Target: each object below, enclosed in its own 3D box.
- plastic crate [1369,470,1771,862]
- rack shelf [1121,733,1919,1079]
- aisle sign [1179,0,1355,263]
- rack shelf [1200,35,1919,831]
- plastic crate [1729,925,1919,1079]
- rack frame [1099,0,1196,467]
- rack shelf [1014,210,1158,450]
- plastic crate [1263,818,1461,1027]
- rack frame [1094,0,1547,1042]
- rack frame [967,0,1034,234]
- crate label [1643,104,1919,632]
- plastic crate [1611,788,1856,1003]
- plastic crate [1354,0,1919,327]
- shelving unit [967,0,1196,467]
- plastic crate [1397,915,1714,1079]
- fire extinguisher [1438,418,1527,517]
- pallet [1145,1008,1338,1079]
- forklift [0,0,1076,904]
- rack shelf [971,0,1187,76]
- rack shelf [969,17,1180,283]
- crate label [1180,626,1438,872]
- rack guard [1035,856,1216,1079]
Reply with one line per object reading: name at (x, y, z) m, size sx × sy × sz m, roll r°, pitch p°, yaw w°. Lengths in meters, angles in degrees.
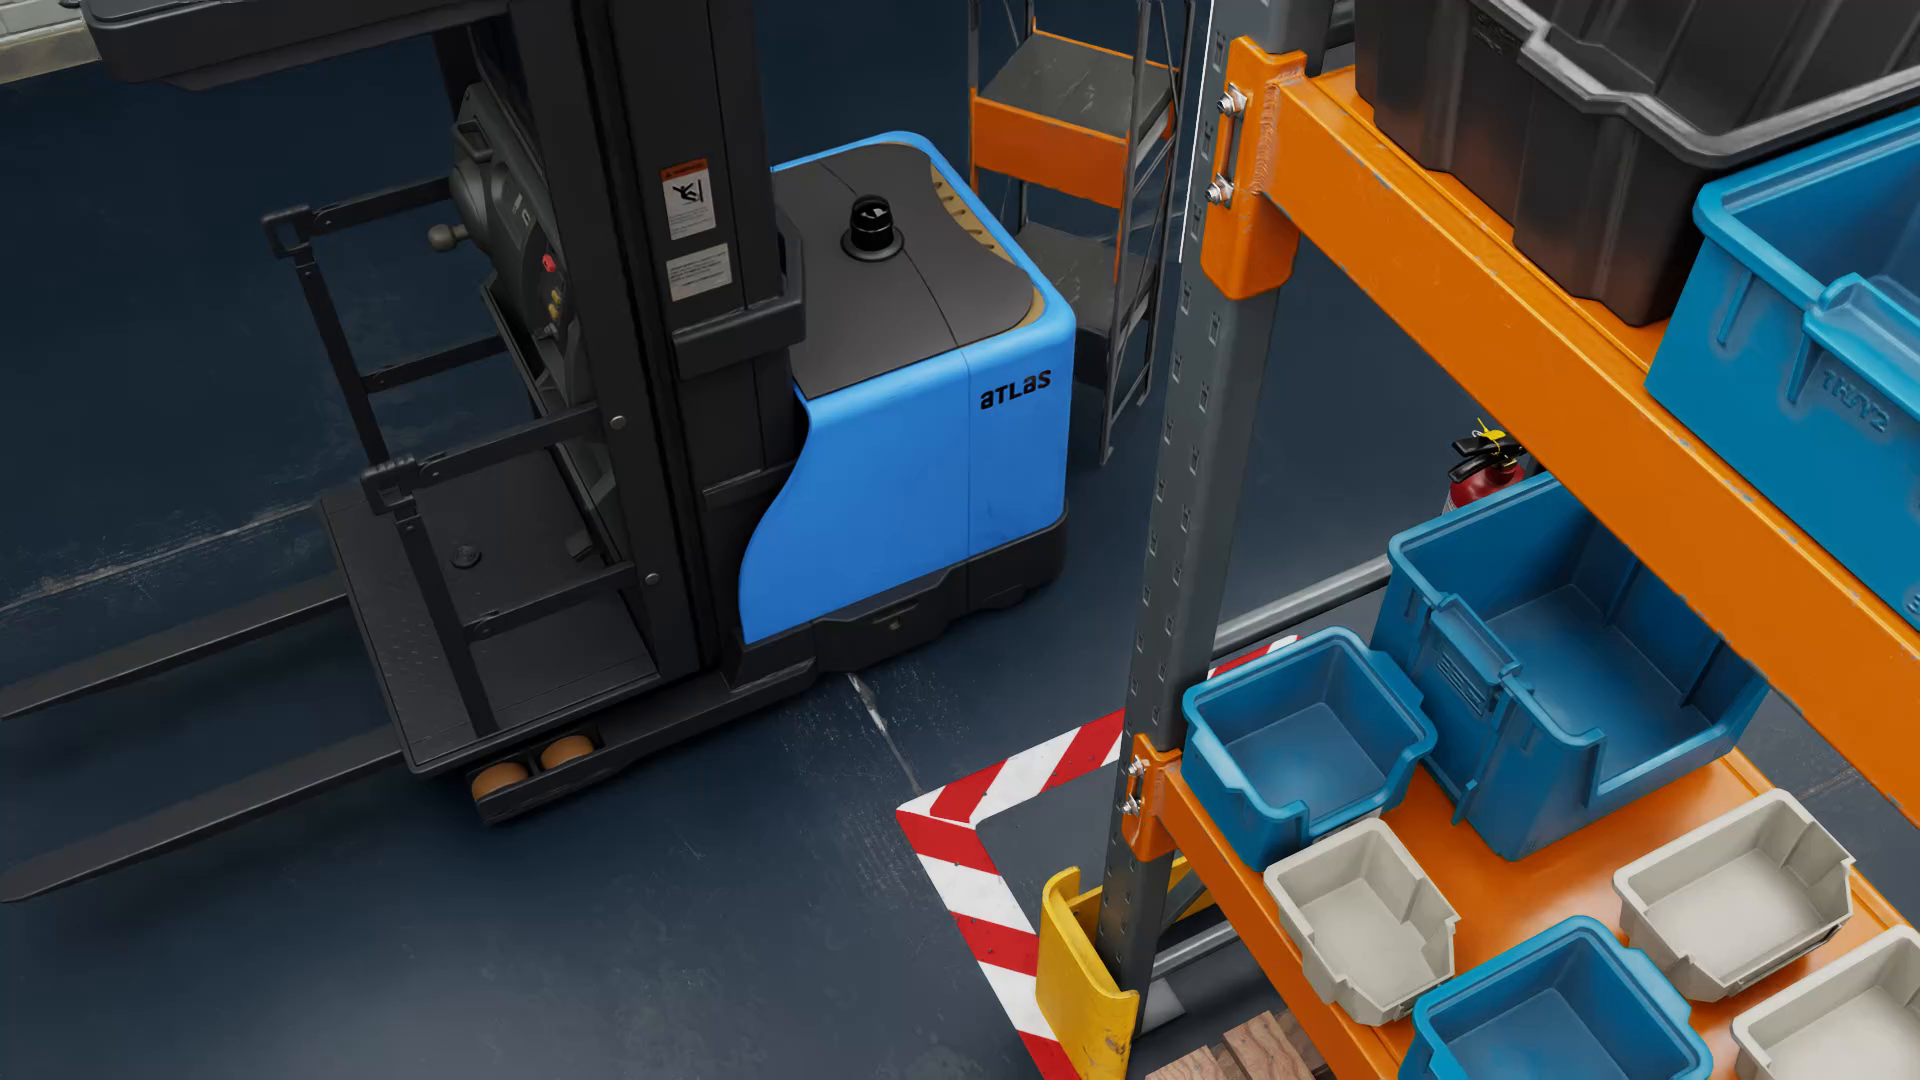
plastic crate at (1.109, 0.202, 3.018) m, size 0.616 × 0.435 × 0.499 m, roll -21°, pitch 52°, yaw -18°
rack shelf at (1.705, 1.649, 2.293) m, size 1.077 × 0.370 × 4.000 m, roll -21°, pitch 52°, yaw -18°
aisle sign at (0.493, -0.729, 2.167) m, size 0.394 × 0.787 × 0.004 m, roll -21°, pitch 52°, yaw -18°
rack shelf at (1.705, 0.661, 1.164) m, size 1.077 × 0.370 × 4.000 m, roll -21°, pitch 52°, yaw -18°
plastic crate at (1.444, 0.823, 2.673) m, size 0.396 × 0.136 × 0.243 m, roll -21°, pitch 52°, yaw -18°
rack frame at (0.553, -1.069, 4.790) m, size 0.015 × 2.100 × 0.400 m, roll 21°, pitch 52°, yaw 17°
rack shelf at (0.336, -0.682, 5.399) m, size 0.480 × 0.518 × 0.431 m, roll 21°, pitch 52°, yaw 17°
plastic crate at (0.683, 0.662, 2.813) m, size 0.250 × 0.136 × 0.298 m, roll -21°, pitch 52°, yaw -18°
rack frame at (0.790, 0.073, 3.193) m, size 1.000 × 3.000 × 0.127 m, roll -21°, pitch 52°, yaw -18°
rack frame at (0.118, -1.234, 4.935) m, size 0.015 × 2.100 × 0.400 m, roll 21°, pitch 52°, yaw 17°
crate label at (0.925, -0.137, 1.483) m, size 0.408 × 0.251 × 0.502 m, roll -21°, pitch 52°, yaw -18°
plastic crate at (1.324, 0.624, 2.847) m, size 0.396 × 0.136 × 0.243 m, roll -21°, pitch 52°, yaw -18°
plastic crate at (0.718, -0.518, 1.804) m, size 0.497 × 0.269 × 0.590 m, roll -21°, pitch 52°, yaw -18°
shelving unit at (0.336, -1.151, 4.862) m, size 0.503 × 2.100 × 0.431 m, roll 21°, pitch 52°, yaw 17°
plastic crate at (0.911, 0.828, 2.605) m, size 0.416 × 0.233 × 0.300 m, roll -21°, pitch 52°, yaw -18°
fire extinguisher at (1.125, -0.036, 3.588) m, size 0.296 × 0.674 × 0.183 m, roll -21°, pitch 52°, yaw -18°
pallet at (1.133, 1.557, 3.748) m, size 1.003 × 0.211 × 1.213 m, roll -21°, pitch 52°, yaw -18°
forklift at (-1.227, -0.655, 3.875) m, size 3.031 × 2.935 × 1.130 m, roll -21°, pitch 52°, yaw -18°
rack shelf at (0.336, -1.603, 4.345) m, size 0.480 × 0.518 × 0.431 m, roll 21°, pitch 52°, yaw 17°
rack shelf at (0.336, -1.142, 4.872) m, size 0.480 × 0.518 × 0.431 m, roll 21°, pitch 52°, yaw 17°
crate label at (0.610, 0.387, 2.990) m, size 0.416 × 0.233 × 0.303 m, roll -21°, pitch 52°, yaw -18°
rack guard at (0.767, 0.885, 4.144) m, size 1.175 × 0.500 × 0.348 m, roll -21°, pitch 52°, yaw -18°
